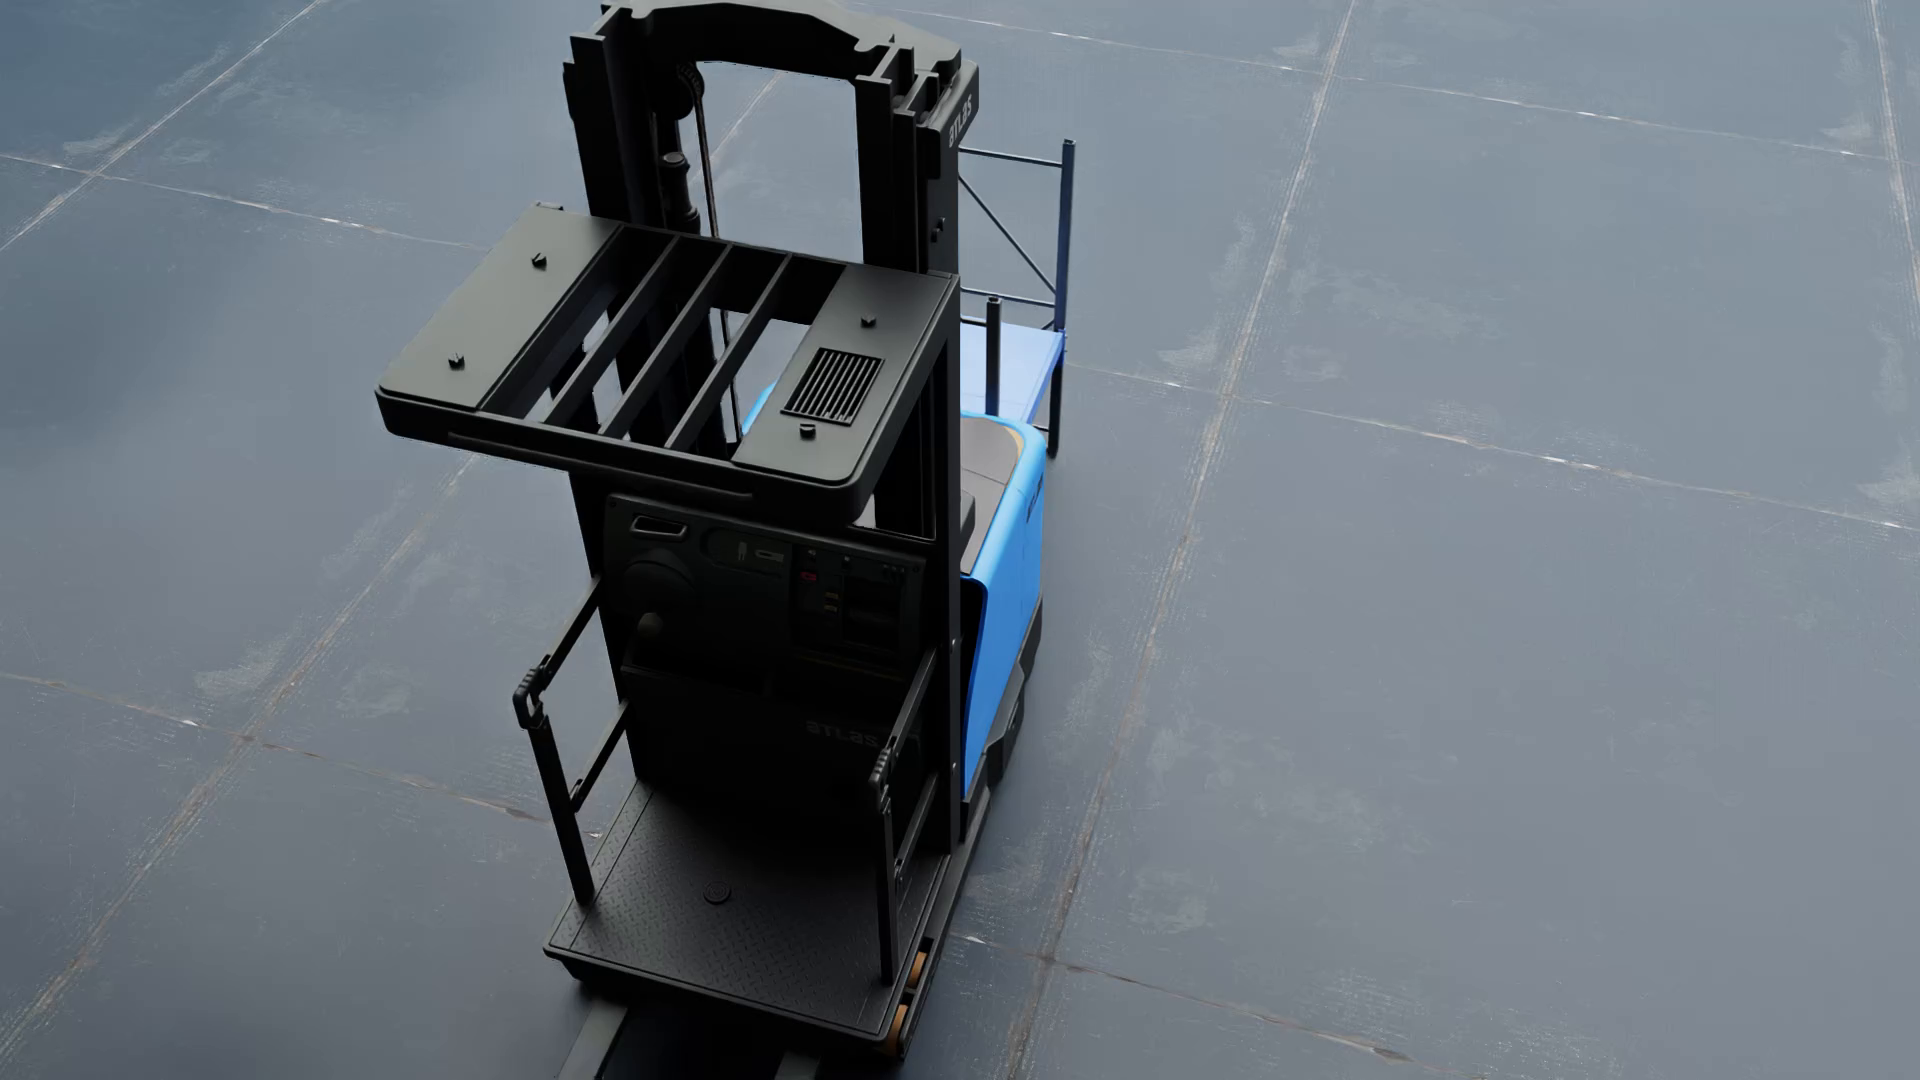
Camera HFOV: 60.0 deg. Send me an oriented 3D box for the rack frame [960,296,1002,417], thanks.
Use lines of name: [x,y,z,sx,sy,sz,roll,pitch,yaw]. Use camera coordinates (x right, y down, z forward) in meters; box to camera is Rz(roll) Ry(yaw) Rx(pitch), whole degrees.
rack frame: [-0.108,-0.290,5.974,0.500,1.500,0.032,12,46,12]

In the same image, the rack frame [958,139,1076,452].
rack frame: [0.182,-0.971,6.670,0.500,1.500,0.032,12,46,12]

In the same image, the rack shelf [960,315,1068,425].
rack shelf: [0.037,-0.502,6.448,0.538,0.185,1.000,12,46,12]

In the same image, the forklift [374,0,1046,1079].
forklift: [-0.605,0.223,4.427,1.130,2.935,3.031,12,46,12]

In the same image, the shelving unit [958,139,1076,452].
shelving unit: [0.037,-0.631,6.322,0.538,1.500,1.048,12,46,12]
